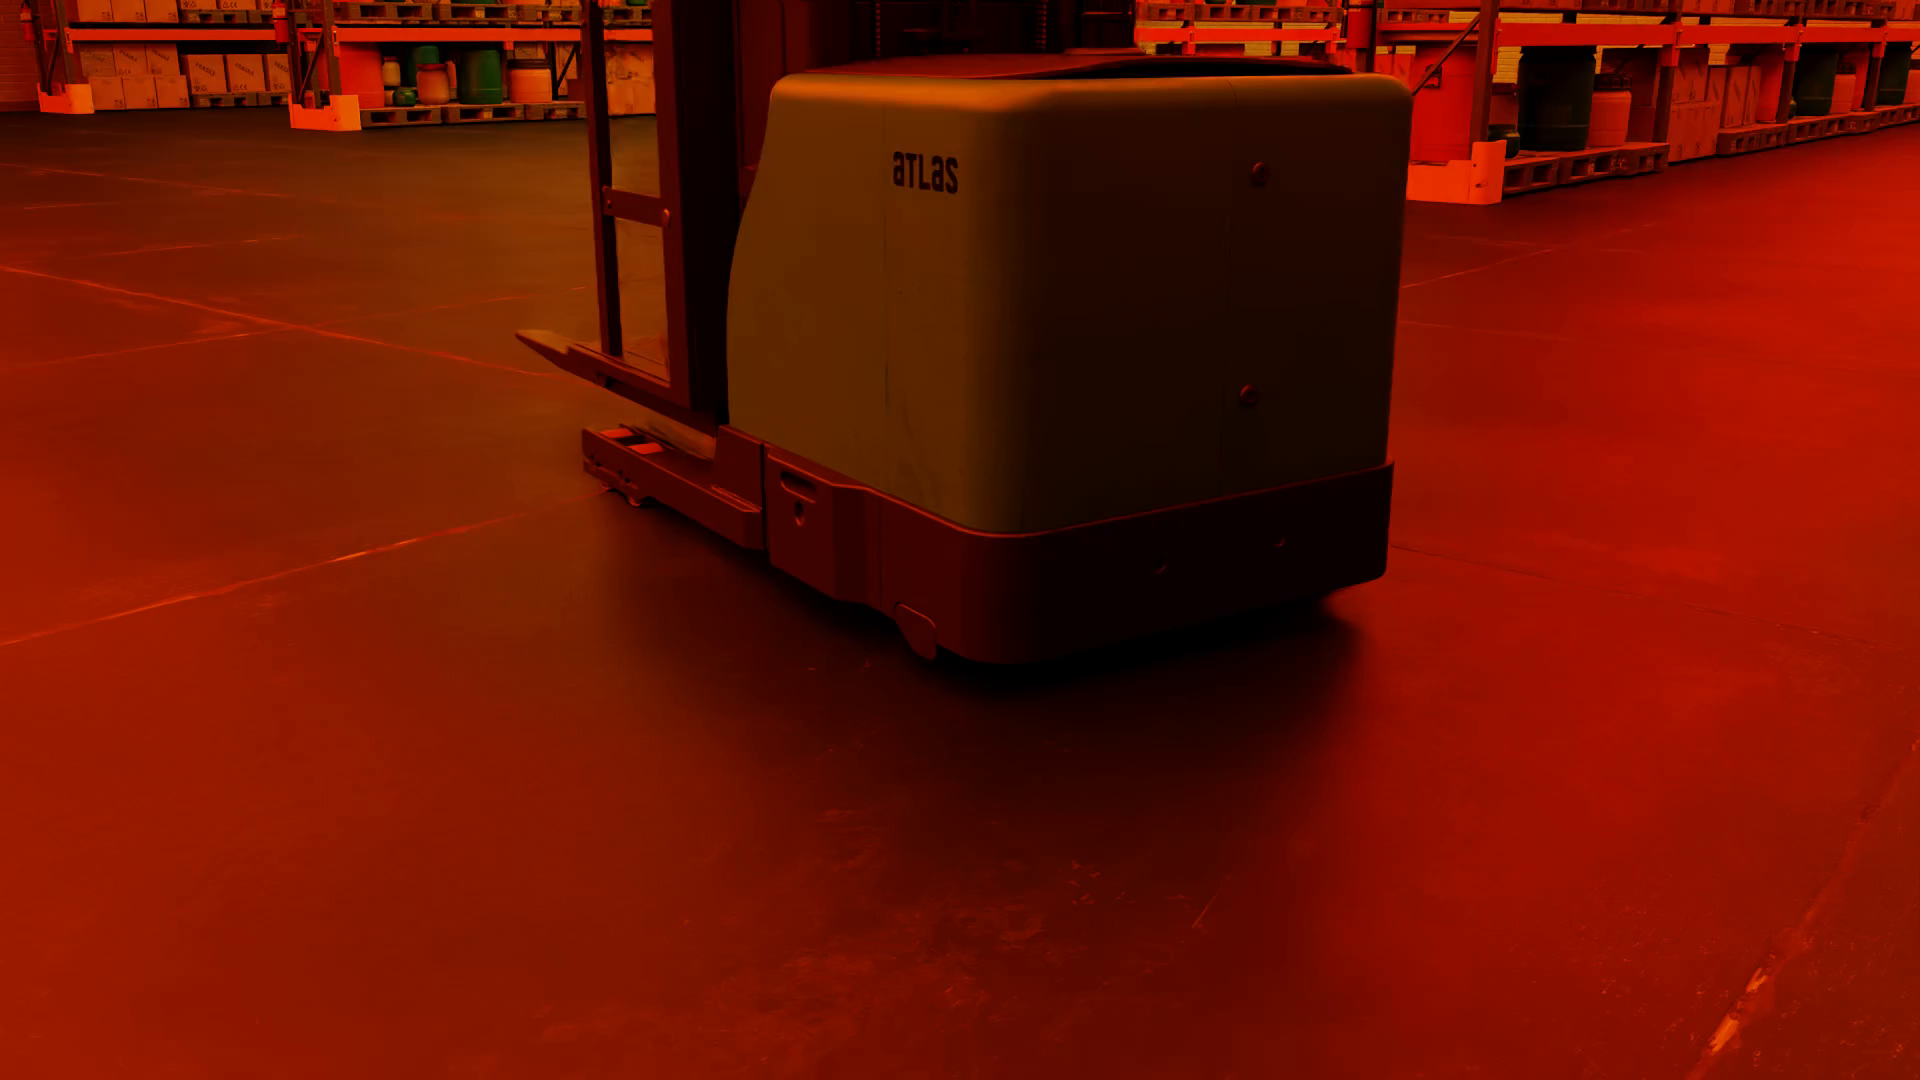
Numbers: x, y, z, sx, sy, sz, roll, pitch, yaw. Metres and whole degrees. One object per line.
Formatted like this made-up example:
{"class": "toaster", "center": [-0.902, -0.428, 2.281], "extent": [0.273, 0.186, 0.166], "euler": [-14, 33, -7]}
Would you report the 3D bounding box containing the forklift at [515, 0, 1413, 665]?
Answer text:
{"class": "forklift", "center": [-0.336, -1.551, 4.004], "extent": [1.130, 2.935, 3.031], "euler": [-11, 20, -32]}
